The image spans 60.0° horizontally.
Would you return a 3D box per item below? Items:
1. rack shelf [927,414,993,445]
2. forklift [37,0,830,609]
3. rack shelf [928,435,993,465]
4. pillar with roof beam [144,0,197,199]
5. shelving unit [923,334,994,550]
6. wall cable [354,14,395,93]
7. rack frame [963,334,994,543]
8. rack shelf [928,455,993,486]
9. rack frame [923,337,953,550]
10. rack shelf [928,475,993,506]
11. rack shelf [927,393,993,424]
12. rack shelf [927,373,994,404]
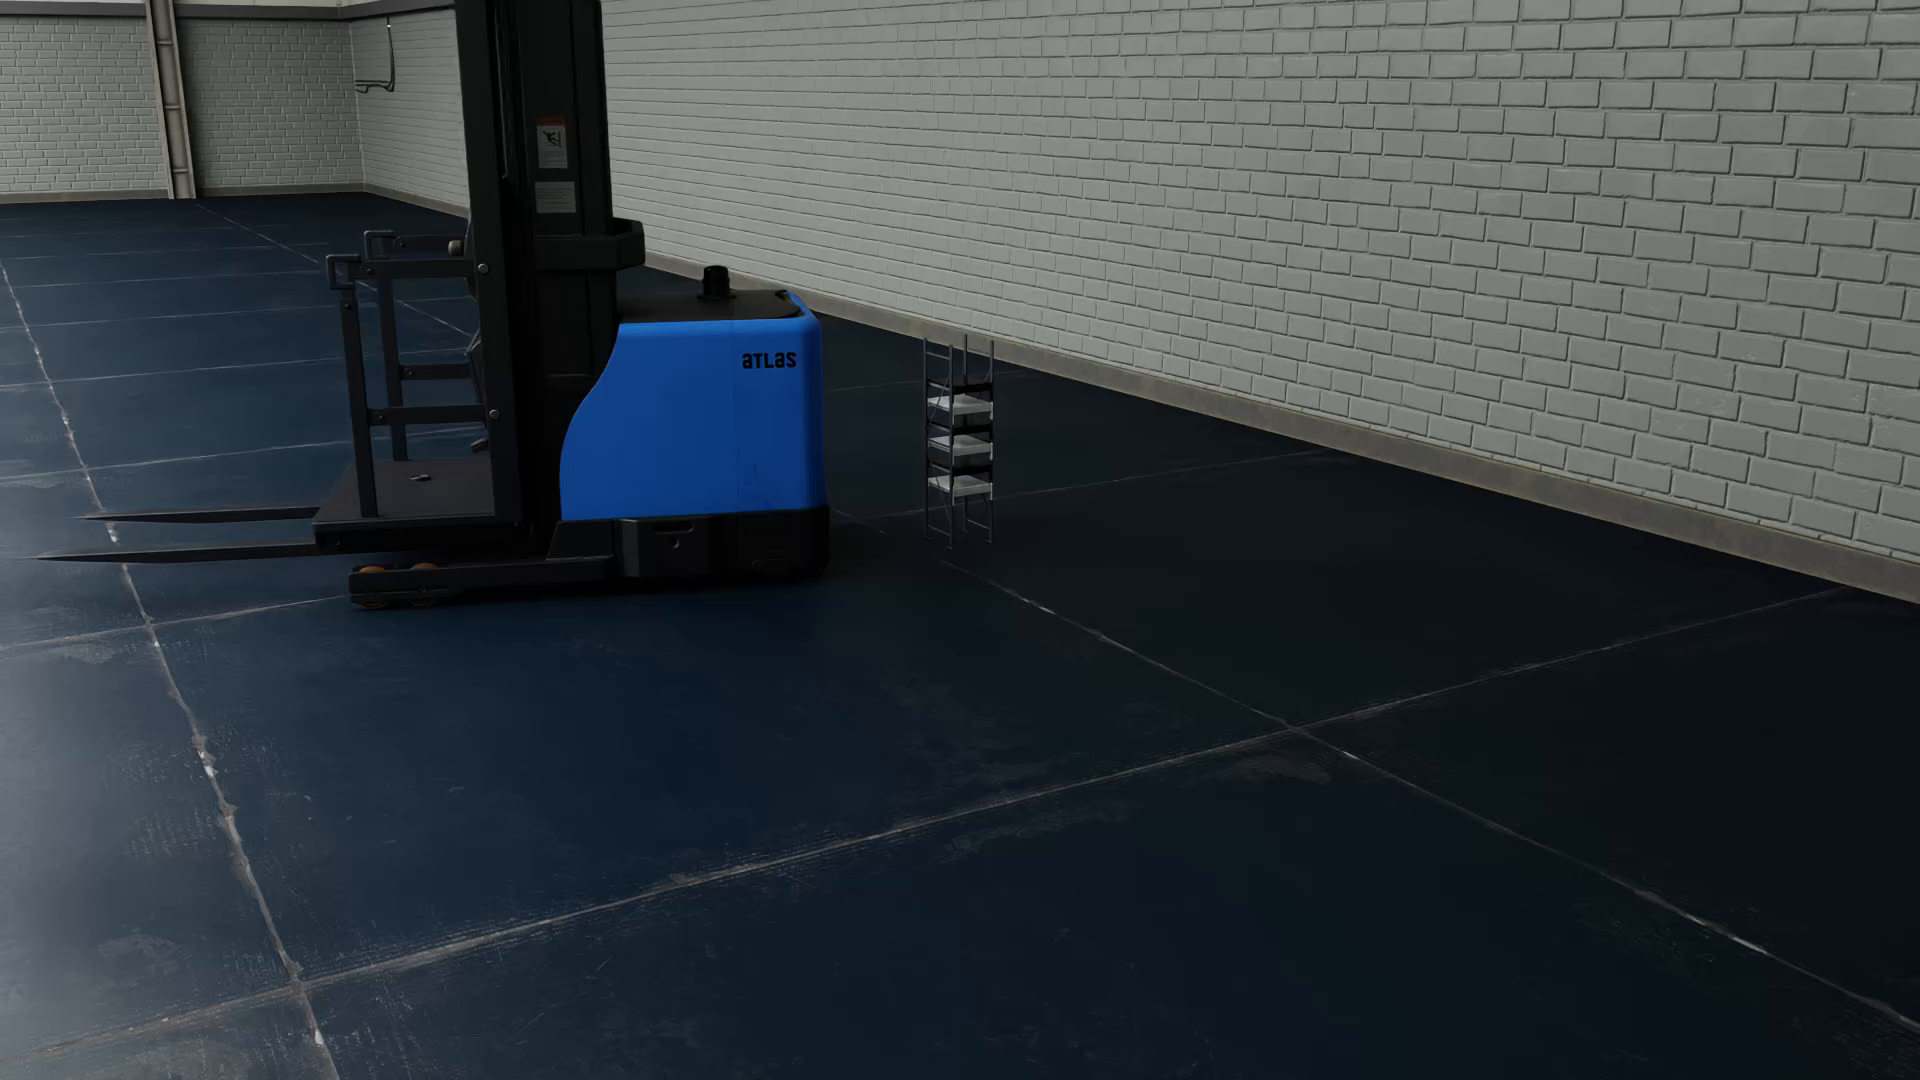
[{"bbox_3d":[-0.007,-0.487,7.269,0.200,0.077,0.258,-9,18,-30],"label":"rack shelf"},{"bbox_3d":[-2.105,-1.297,6.608,3.031,2.935,1.130,-3,16,-11],"label":"forklift"},{"bbox_3d":[-0.007,-0.400,7.293,0.200,0.077,0.258,-9,18,-30],"label":"rack shelf"},{"bbox_3d":[-10.791,-9.059,23.053,0.400,9.000,9.100,-9,18,-30],"label":"pillar with roof beam"},{"bbox_3d":[-0.007,-0.432,7.284,0.210,0.900,0.258,-9,18,-30],"label":"shelving unit"},{"bbox_3d":[-9.802,-8.663,27.395,0.112,2.526,3.097,-9,18,-30],"label":"wall cable"},{"bbox_3d":[0.080,-0.446,7.335,0.006,0.900,0.240,-9,18,-30],"label":"rack frame"},{"bbox_3d":[-0.007,-0.313,7.318,0.200,0.077,0.258,-9,18,-30],"label":"rack shelf"},{"bbox_3d":[-0.094,-0.418,7.234,0.006,0.900,0.240,-9,18,-30],"label":"rack frame"},{"bbox_3d":[-0.007,-0.227,7.342,0.200,0.077,0.258,-9,18,-30],"label":"rack shelf"},{"bbox_3d":[-0.007,-0.573,7.245,0.200,0.077,0.258,-9,18,-30],"label":"rack shelf"},{"bbox_3d":[-0.007,-0.660,7.220,0.200,0.077,0.258,-9,18,-30],"label":"rack shelf"}]
